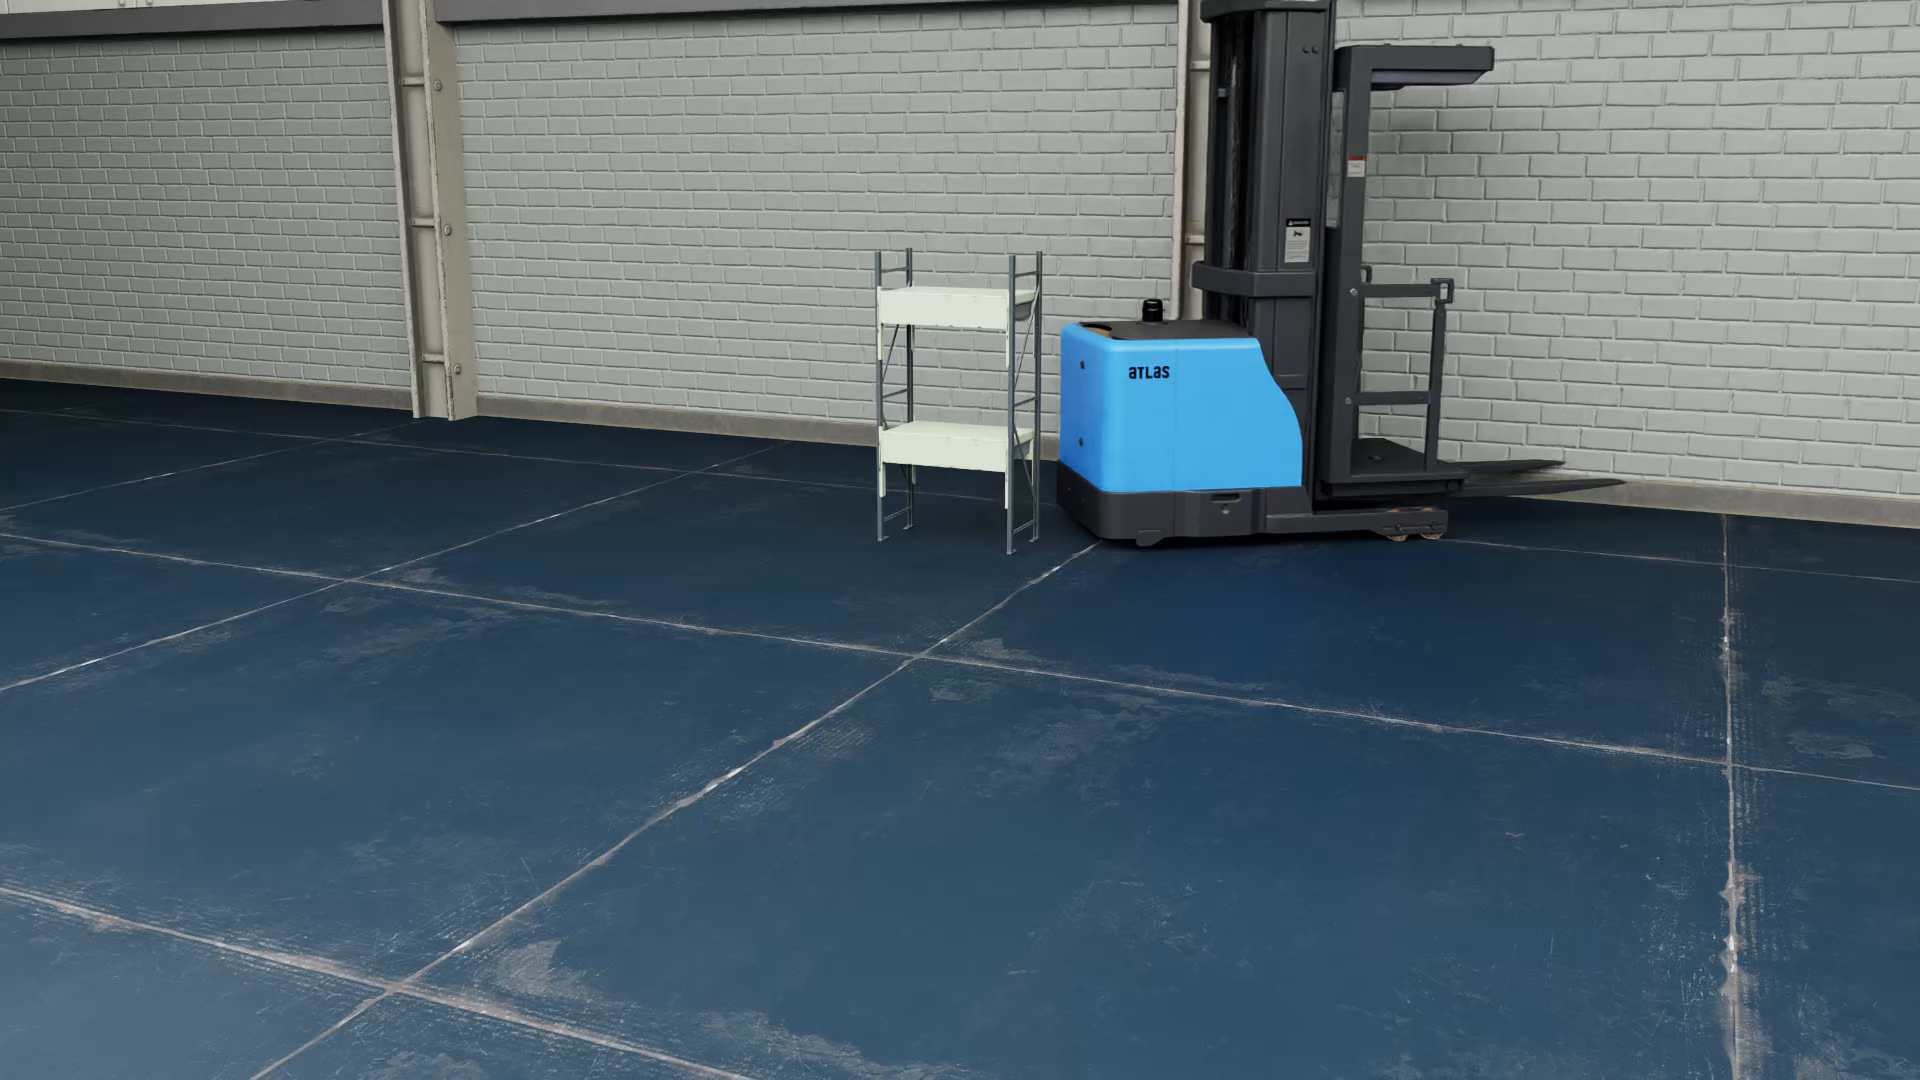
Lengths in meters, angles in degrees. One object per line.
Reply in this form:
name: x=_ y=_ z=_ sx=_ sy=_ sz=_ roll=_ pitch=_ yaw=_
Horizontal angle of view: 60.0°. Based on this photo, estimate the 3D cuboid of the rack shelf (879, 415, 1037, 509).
rack shelf: x=-0.006 y=-0.413 z=8.661 sx=0.720 sy=0.370 sz=0.431 roll=6 pitch=14 yaw=23

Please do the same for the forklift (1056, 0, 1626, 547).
forklift: x=2.110 y=-1.537 z=8.888 sx=3.031 sy=2.935 sz=1.130 roll=-2 pitch=13 yaw=-11

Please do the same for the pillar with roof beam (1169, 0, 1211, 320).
pillar with roof beam: x=-0.219 y=-3.883 z=5.605 sx=0.400 sy=9.000 sz=9.100 roll=6 pitch=14 yaw=23

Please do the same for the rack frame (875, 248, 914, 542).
rack frame: x=-0.341 y=-0.765 z=8.730 sx=0.023 sy=1.500 sz=0.400 roll=6 pitch=14 yaw=23

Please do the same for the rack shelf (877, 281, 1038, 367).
rack shelf: x=-0.006 y=-1.111 z=8.497 sx=0.720 sy=0.370 sz=0.431 roll=6 pitch=14 yaw=23

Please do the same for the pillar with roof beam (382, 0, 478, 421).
pillar with roof beam: x=-5.705 y=-4.438 z=7.971 sx=0.400 sy=9.000 sz=9.100 roll=6 pitch=14 yaw=23

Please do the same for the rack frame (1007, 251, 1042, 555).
rack frame: x=0.329 y=-0.697 z=8.442 sx=0.023 sy=1.500 sz=0.400 roll=6 pitch=14 yaw=23

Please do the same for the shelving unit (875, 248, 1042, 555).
shelving unit: x=-0.006 y=-0.731 z=8.586 sx=0.755 sy=1.500 sz=0.431 roll=6 pitch=14 yaw=23
